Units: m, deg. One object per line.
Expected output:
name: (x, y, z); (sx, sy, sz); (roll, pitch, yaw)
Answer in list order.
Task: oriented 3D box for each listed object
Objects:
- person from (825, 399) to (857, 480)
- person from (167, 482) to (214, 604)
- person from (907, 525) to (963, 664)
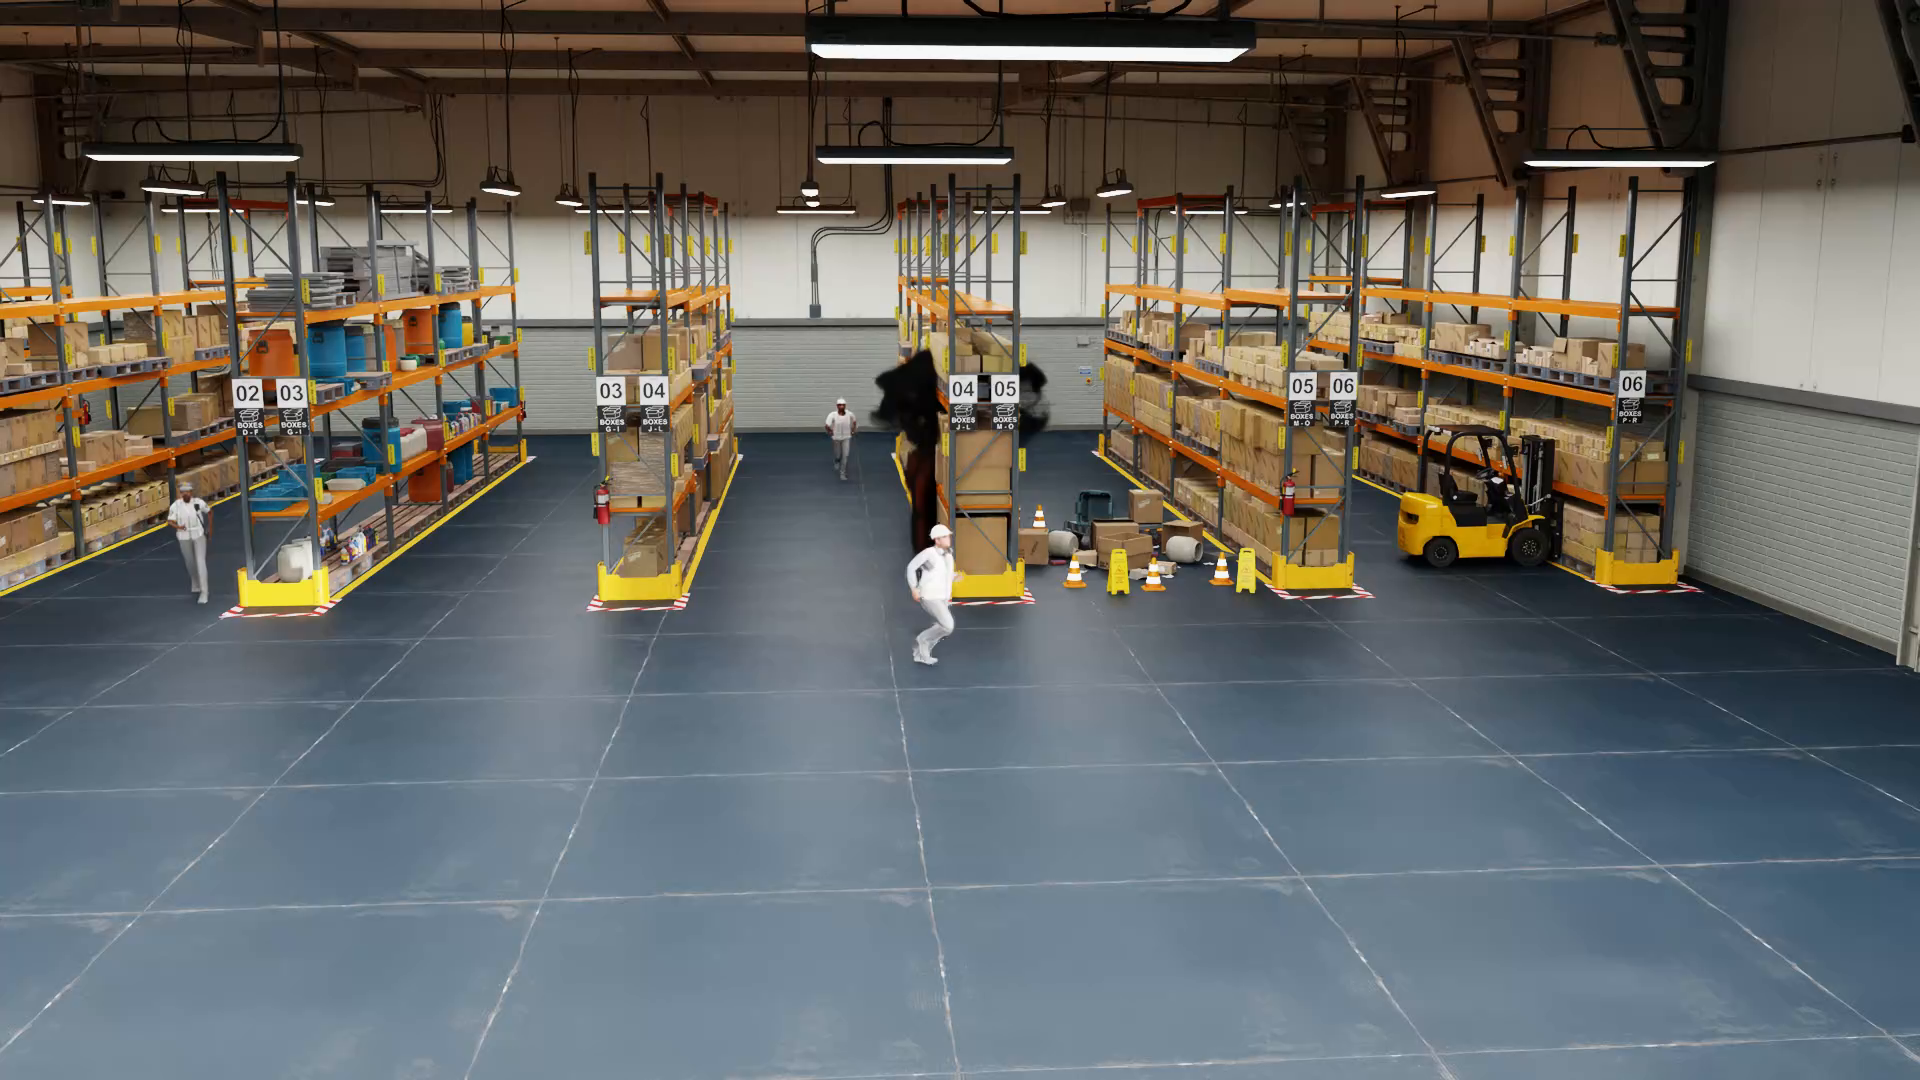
person: (-2.585, -2.205, 36.291); (0.708, 1.765, 0.824); (-2, 10, -12)
person: (-11.003, -0.001, 23.824); (0.582, 1.731, 0.871); (-3, 10, -16)
person: (-0.265, 0.664, 19.923); (0.670, 1.707, 0.647); (6, 12, 32)
